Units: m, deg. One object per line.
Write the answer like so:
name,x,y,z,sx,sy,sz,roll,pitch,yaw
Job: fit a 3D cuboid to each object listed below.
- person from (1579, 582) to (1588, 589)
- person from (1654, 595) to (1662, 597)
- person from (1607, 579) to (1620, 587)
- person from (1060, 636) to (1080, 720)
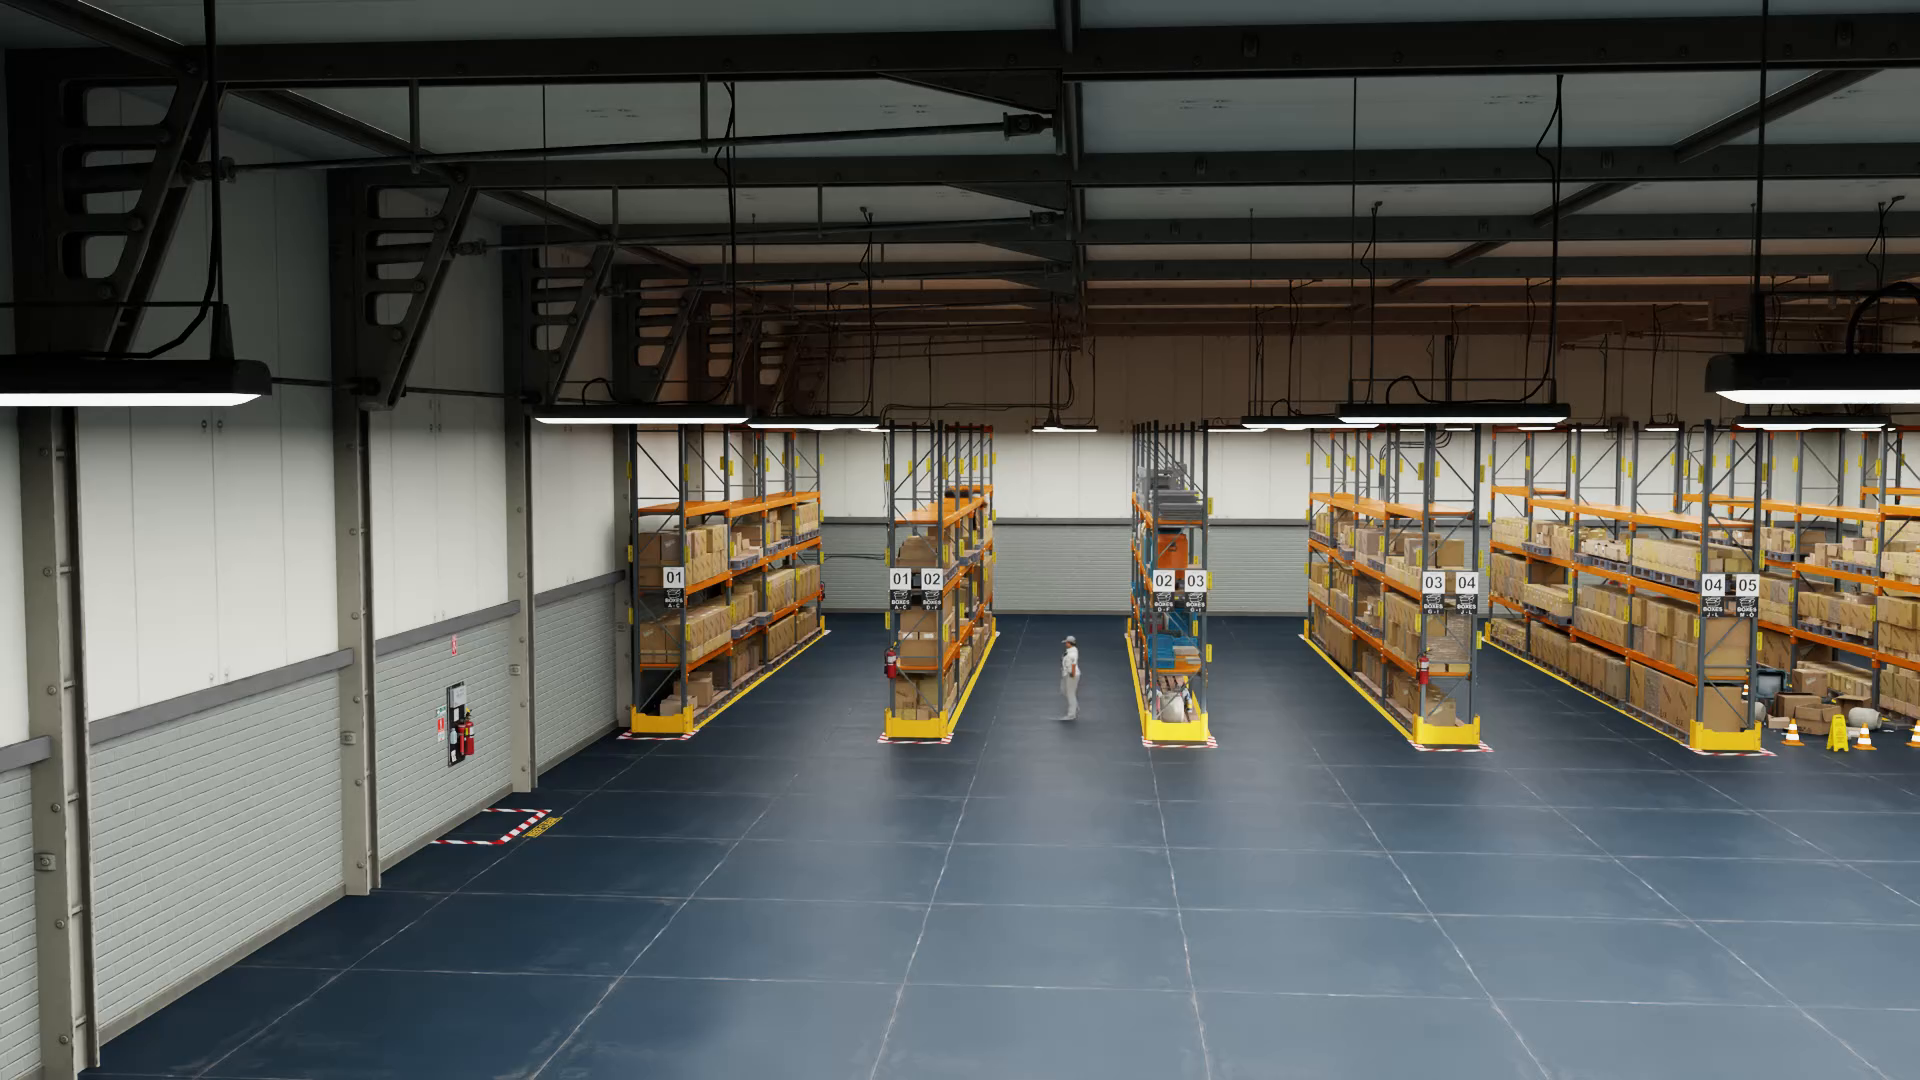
person,17.253,1.987,45.849,0.432,1.632,0.823,-3,4,-36
person,17.063,2.245,40.779,0.618,1.820,0.542,0,4,-6
person,19.062,1.794,48.525,0.869,1.683,0.572,0,4,-7
person,2.227,2.774,33.521,0.434,1.685,0.535,0,4,-5
